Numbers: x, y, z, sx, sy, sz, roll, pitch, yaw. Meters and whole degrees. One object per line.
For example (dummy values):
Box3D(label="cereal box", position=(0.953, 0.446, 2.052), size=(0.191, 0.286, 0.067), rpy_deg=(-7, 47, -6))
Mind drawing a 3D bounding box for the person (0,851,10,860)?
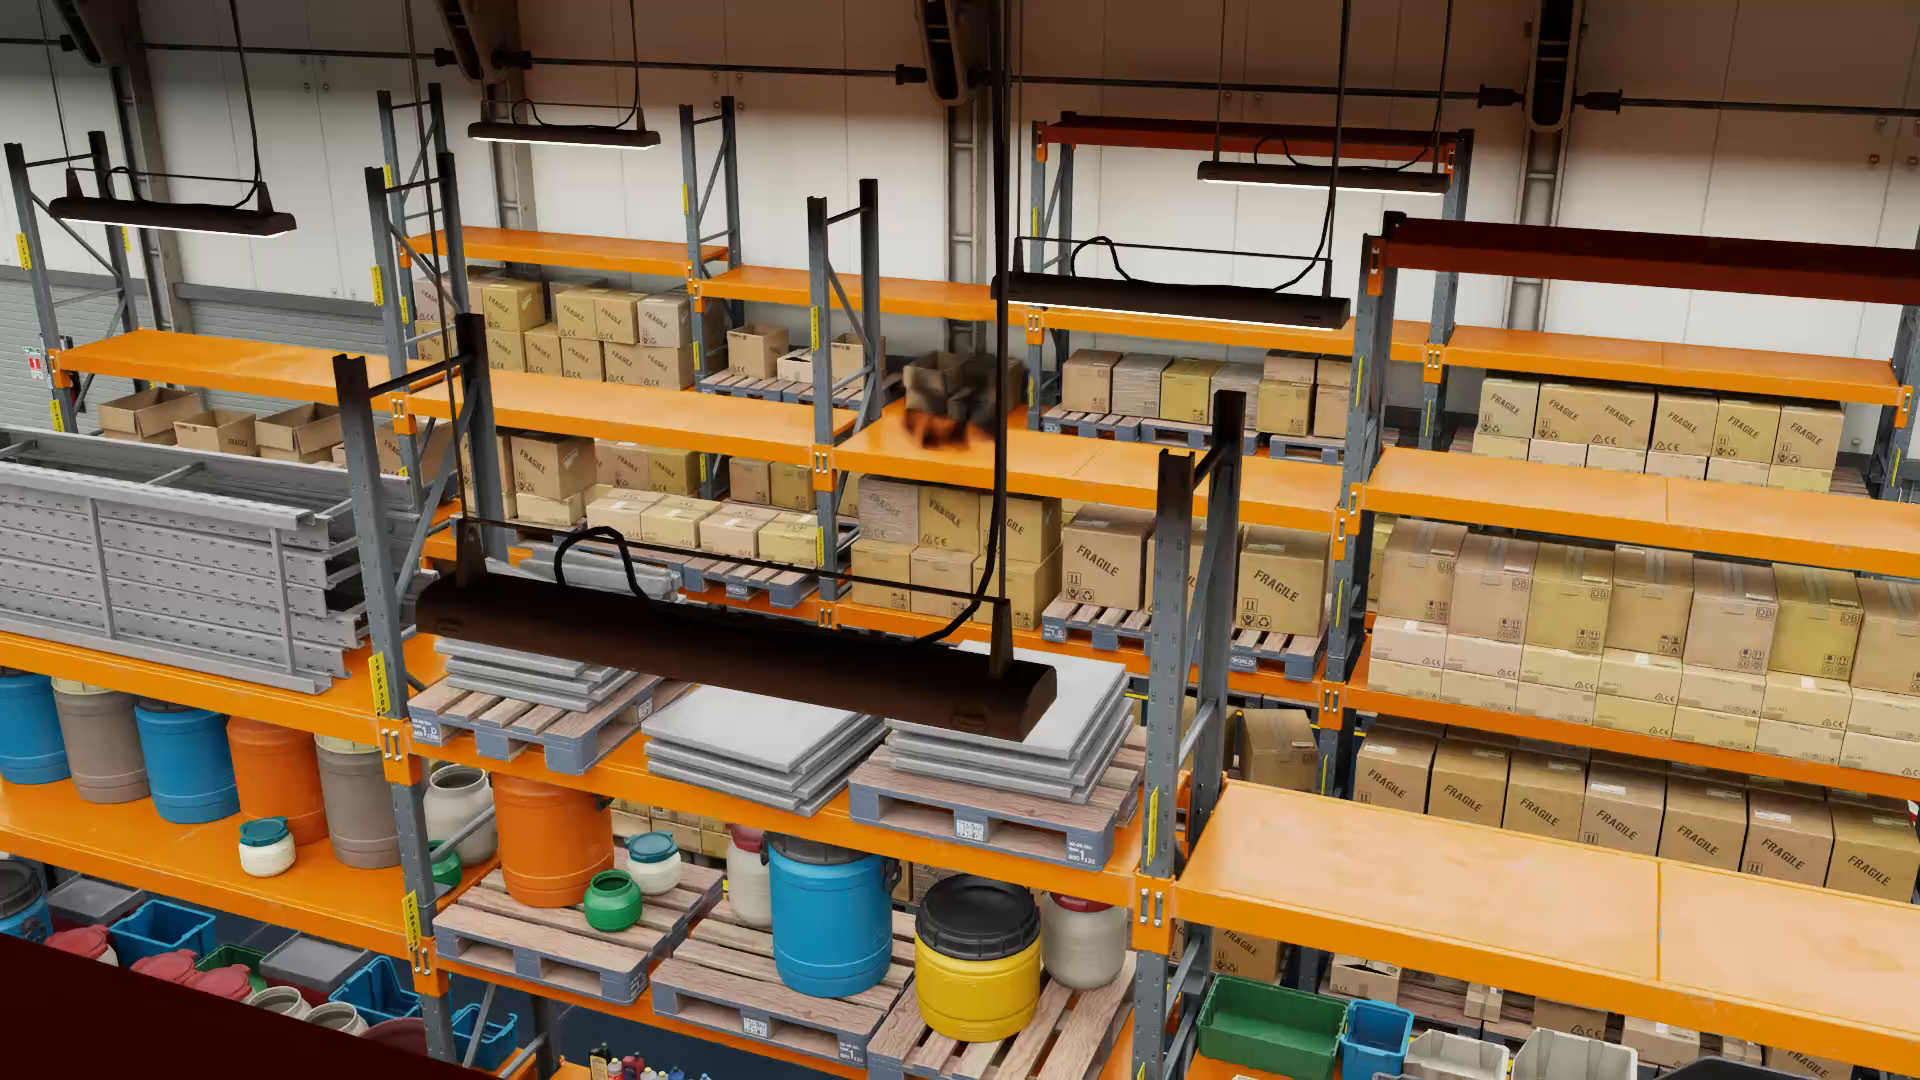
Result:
Box3D(label="person", position=(-8.006, 2.380, 13.657), size=(0.712, 1.747, 0.685), rpy_deg=(5, 21, 13))
